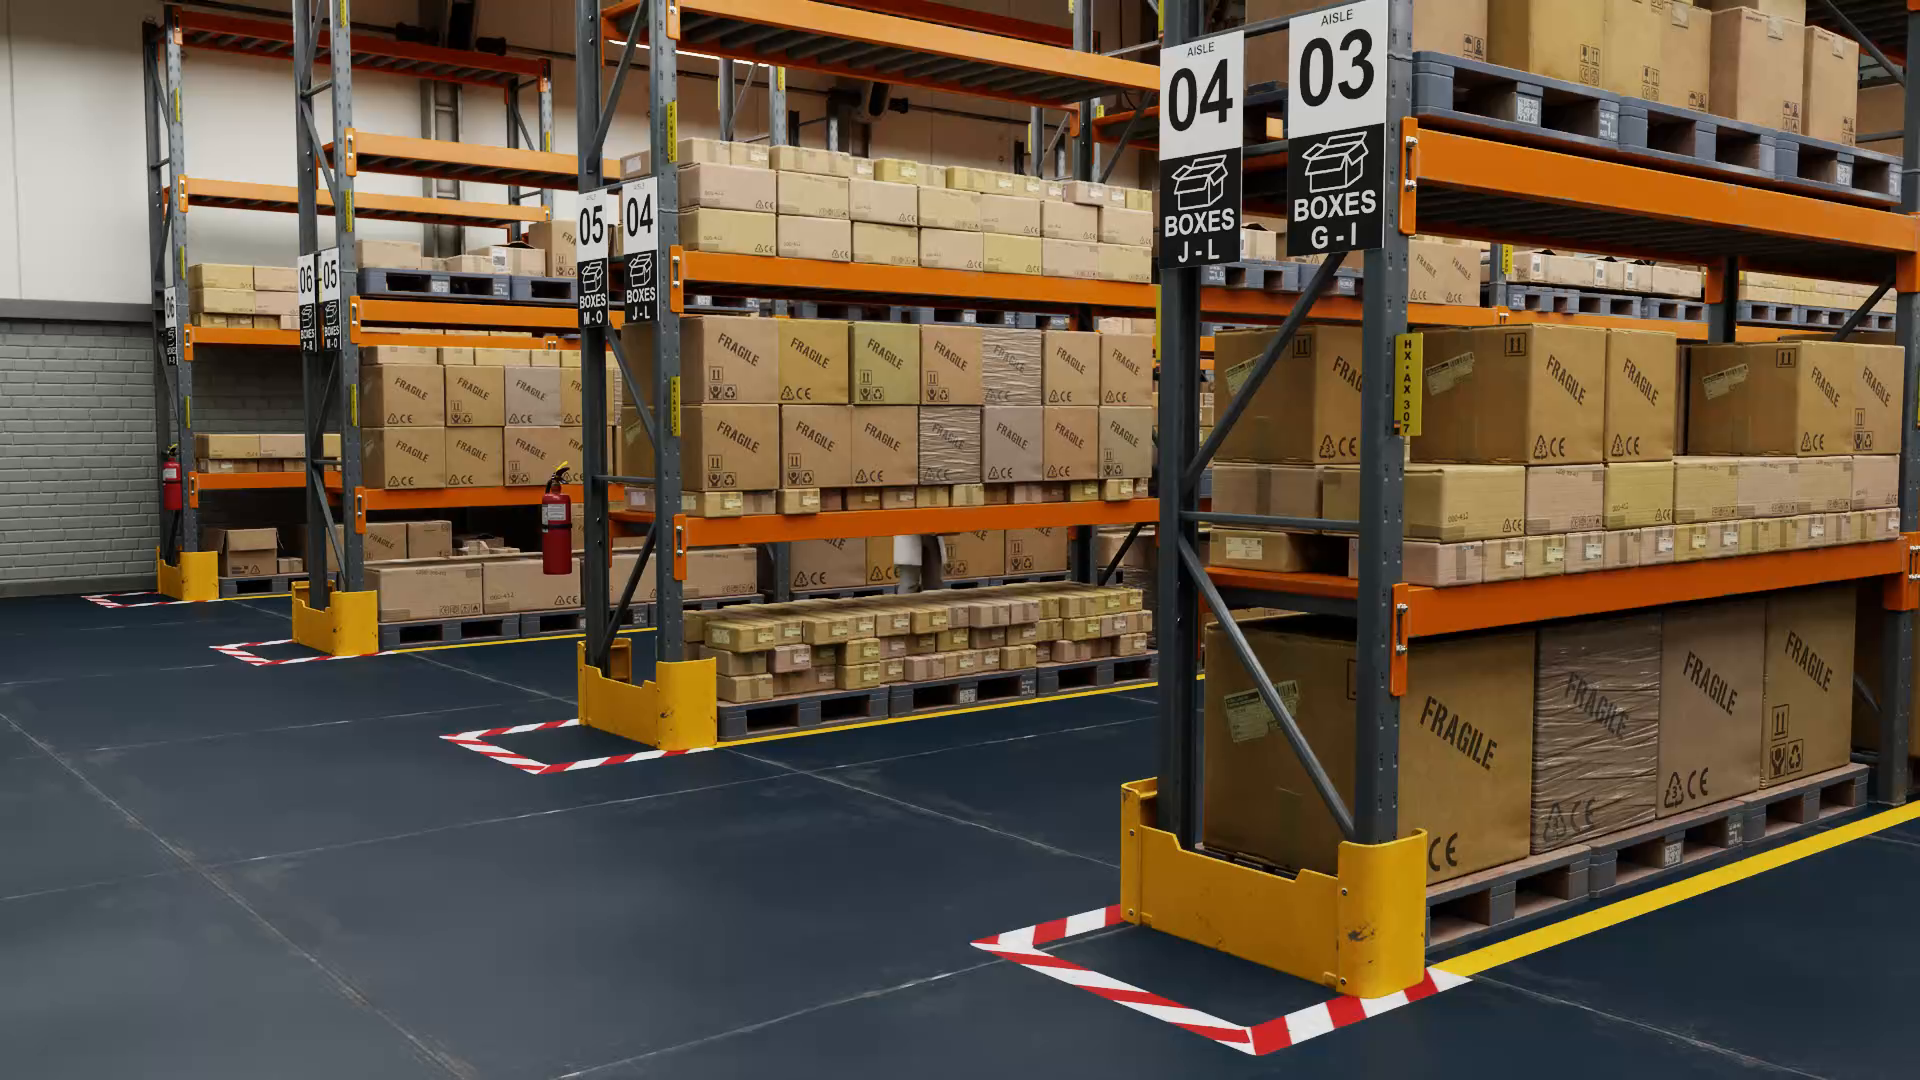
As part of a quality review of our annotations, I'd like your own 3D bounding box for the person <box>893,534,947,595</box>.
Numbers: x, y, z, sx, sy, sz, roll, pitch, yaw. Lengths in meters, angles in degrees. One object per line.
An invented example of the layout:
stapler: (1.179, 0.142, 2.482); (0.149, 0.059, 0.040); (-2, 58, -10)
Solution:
person: (-0.275, -0.009, 13.592); (0.529, 1.774, 0.550); (-3, 5, -38)
